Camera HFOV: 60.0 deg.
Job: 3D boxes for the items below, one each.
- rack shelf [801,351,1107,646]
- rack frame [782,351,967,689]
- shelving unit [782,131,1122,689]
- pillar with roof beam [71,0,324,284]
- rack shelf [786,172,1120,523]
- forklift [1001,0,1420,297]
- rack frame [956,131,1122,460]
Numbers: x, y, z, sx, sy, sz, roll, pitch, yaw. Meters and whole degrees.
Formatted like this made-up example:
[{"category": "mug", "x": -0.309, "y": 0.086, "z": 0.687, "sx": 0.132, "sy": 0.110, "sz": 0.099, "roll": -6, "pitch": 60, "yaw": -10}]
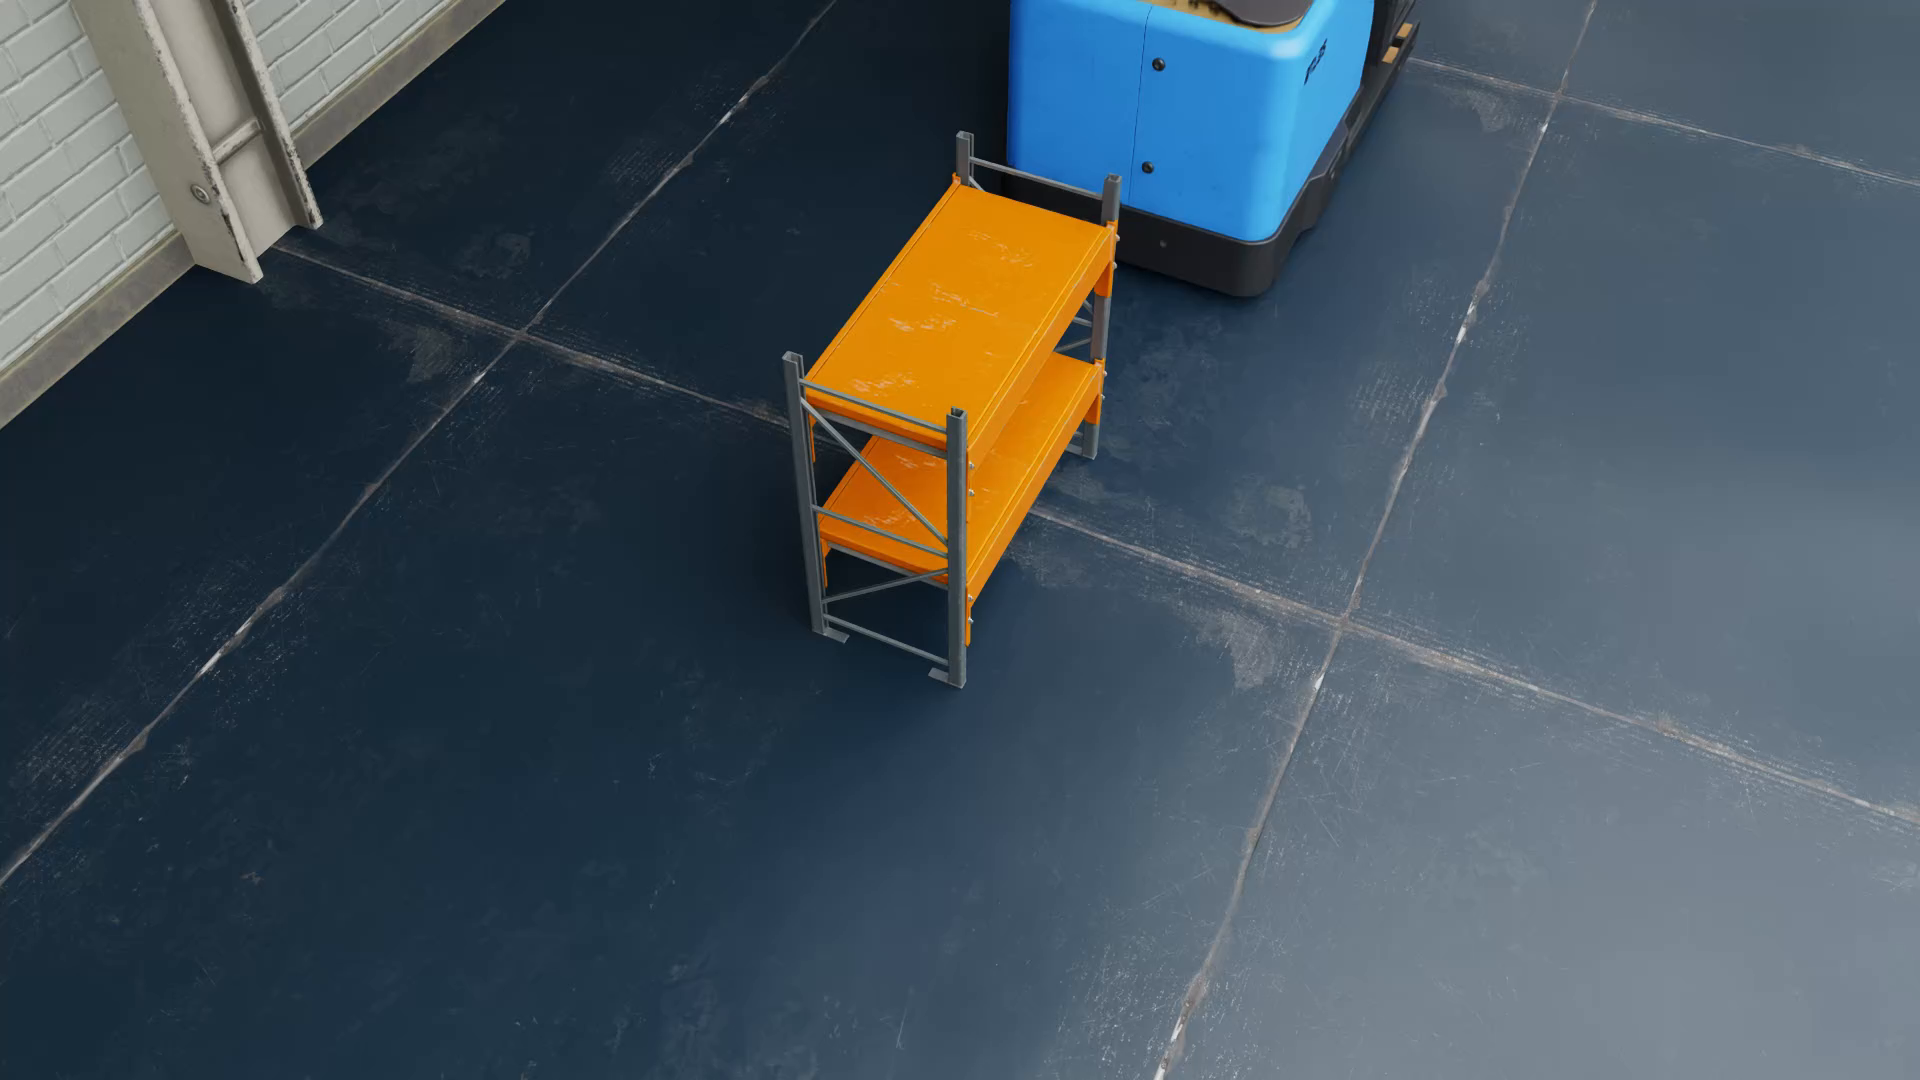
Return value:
[{"category": "rack shelf", "x": 0.003, "y": -0.211, "z": 5.012, "sx": 0.538, "sy": 0.278, "sz": 1.000, "roll": 20, "pitch": 52, "yaw": 16}, {"category": "rack frame", "x": -0.214, "y": -0.019, "z": 4.528, "sx": 0.500, "sy": 1.125, "sz": 0.032, "roll": 20, "pitch": 52, "yaw": 16}, {"category": "shelving unit", "x": 0.003, "y": -0.369, "z": 4.826, "sx": 0.538, "sy": 1.125, "sz": 1.048, "roll": 20, "pitch": 52, "yaw": 16}, {"category": "pillar with roof beam", "x": 1.273, "y": -2.631, "z": 1.580, "sx": 9.100, "sy": 9.000, "sz": 0.400, "roll": 20, "pitch": 52, "yaw": 16}, {"category": "rack shelf", "x": 0.003, "y": -0.559, "z": 4.603, "sx": 0.538, "sy": 0.278, "sz": 1.000, "roll": 20, "pitch": 52, "yaw": 16}, {"category": "forklift", "x": 1.254, "y": -2.946, "z": 5.832, "sx": 1.130, "sy": 2.935, "sz": 3.031, "roll": 21, "pitch": 53, "yaw": 17}, {"category": "rack frame", "x": 0.220, "y": -0.719, "z": 5.123, "sx": 0.500, "sy": 1.125, "sz": 0.032, "roll": 20, "pitch": 52, "yaw": 16}]
